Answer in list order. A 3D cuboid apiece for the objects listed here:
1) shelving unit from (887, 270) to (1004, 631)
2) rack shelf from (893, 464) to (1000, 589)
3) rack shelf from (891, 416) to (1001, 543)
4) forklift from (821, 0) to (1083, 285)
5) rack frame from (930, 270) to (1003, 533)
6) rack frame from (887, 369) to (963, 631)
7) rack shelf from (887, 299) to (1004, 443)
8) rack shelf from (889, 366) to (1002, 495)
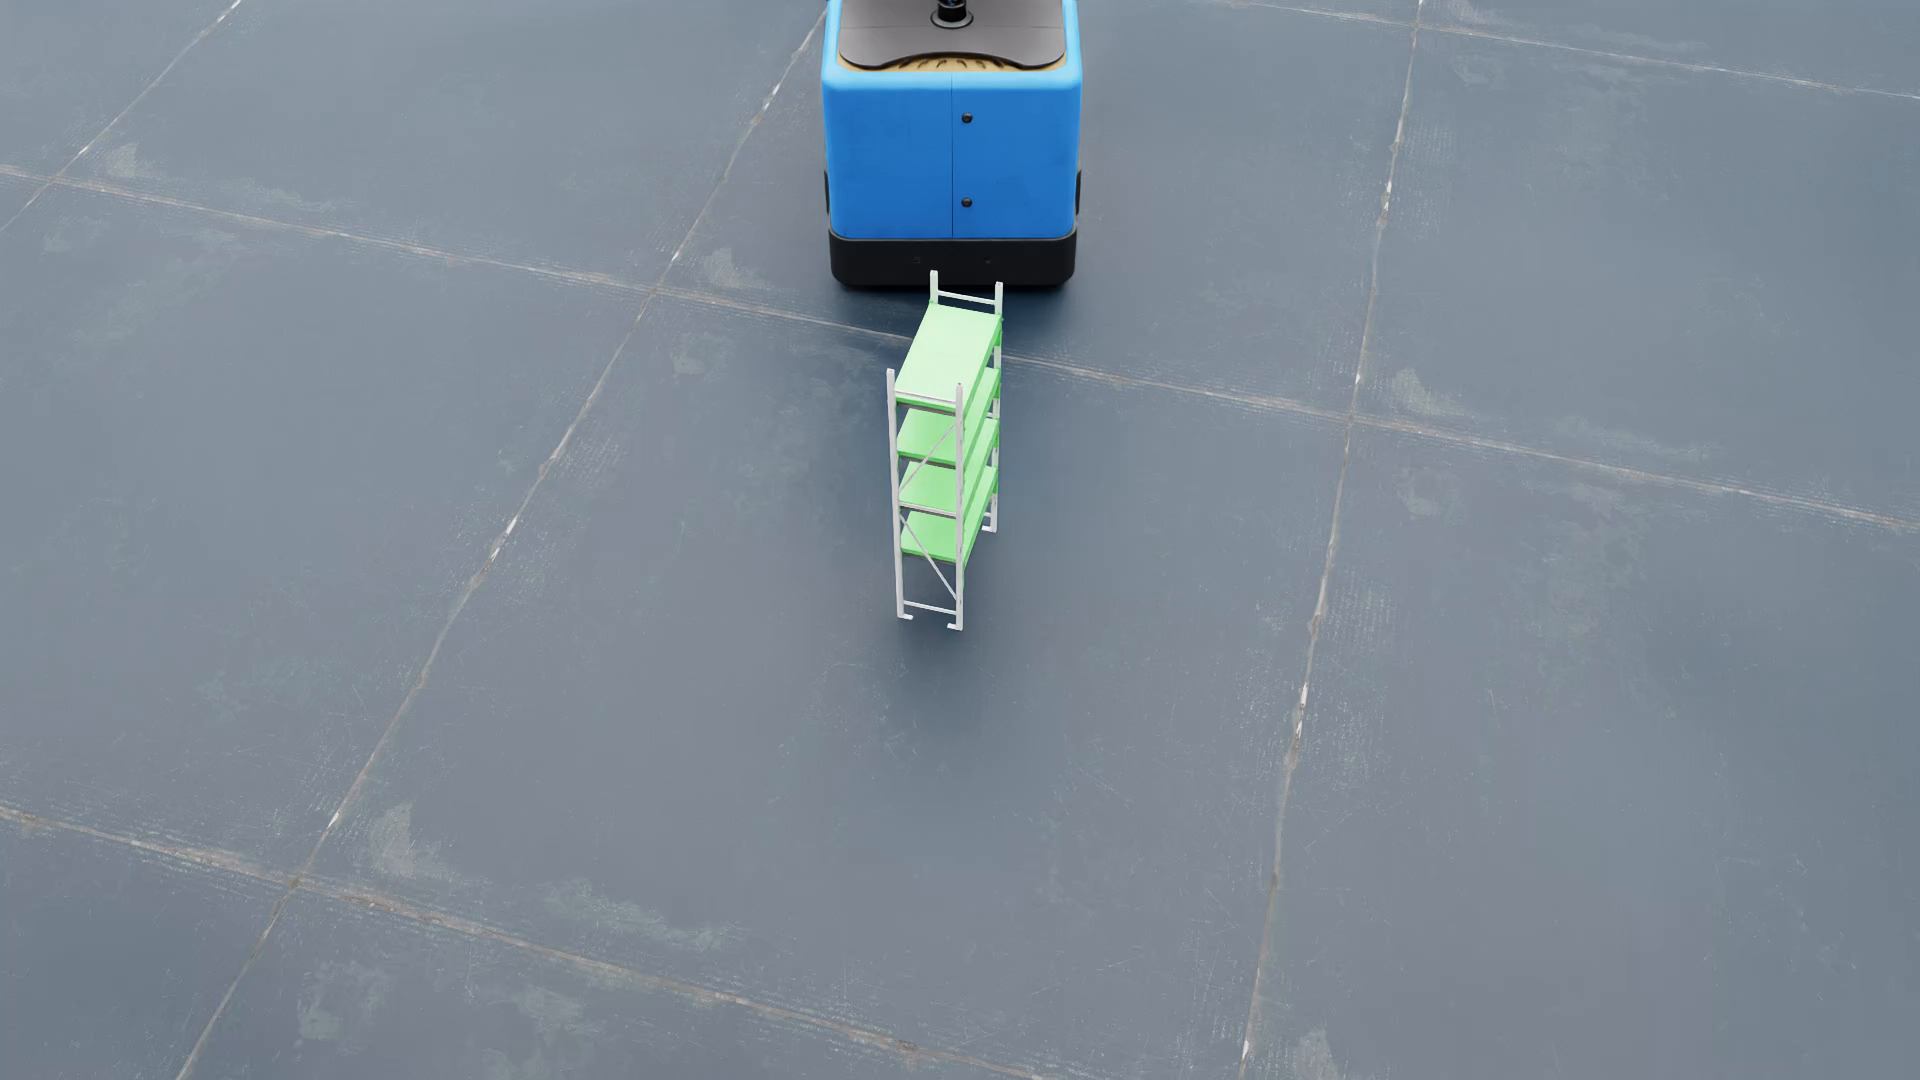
[{"bbox_3d":[-0.044,-0.277,5.694,0.258,1.200,0.503,12,50,10],"label":"shelving unit"},{"bbox_3d":[-0.044,-0.076,5.922,0.258,0.148,0.480,12,50,10],"label":"rack shelf"},{"bbox_3d":[-0.044,-0.235,5.742,0.258,0.148,0.480,12,50,10],"label":"rack shelf"},{"bbox_3d":[-0.035,-3.148,7.074,1.130,2.935,3.031,0,49,0],"label":"forklift"},{"bbox_3d":[0.021,-0.454,5.850,0.240,1.200,0.015,12,50,10],"label":"rack frame"},{"bbox_3d":[-0.108,-0.101,5.539,0.240,1.200,0.015,12,50,10],"label":"rack frame"},{"bbox_3d":[-0.044,-0.553,5.382,0.258,0.148,0.480,12,50,10],"label":"rack shelf"},{"bbox_3d":[-0.044,-0.394,5.562,0.258,0.148,0.480,12,50,10],"label":"rack shelf"}]
